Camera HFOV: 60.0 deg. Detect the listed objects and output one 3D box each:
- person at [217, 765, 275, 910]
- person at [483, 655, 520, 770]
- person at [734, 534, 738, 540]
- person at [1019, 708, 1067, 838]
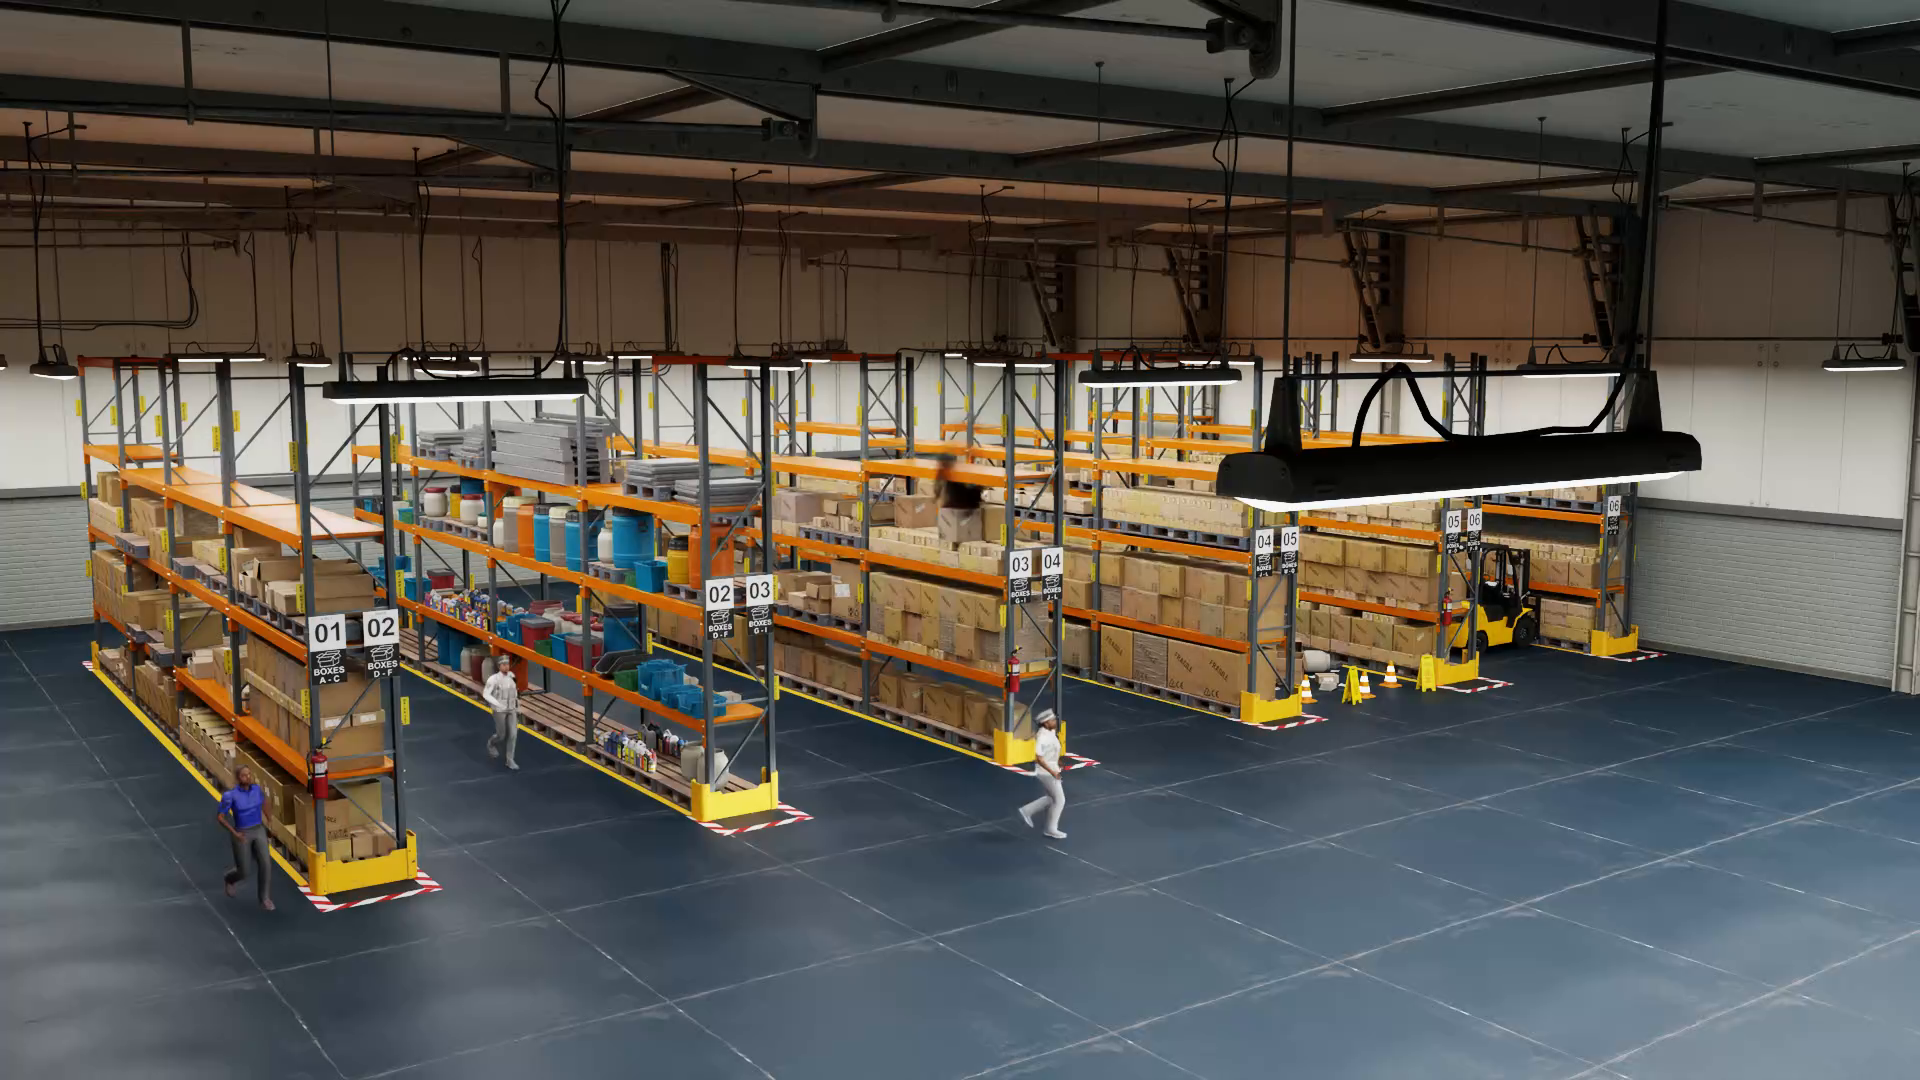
[{"bbox_3d":[-7.959,3.299,18.530,0.630,1.643,0.598,5,9,37],"label":"person"},{"bbox_3d":[-6.783,2.523,24.671,0.623,1.688,0.785,-6,9,-41],"label":"person"},{"bbox_3d":[-5.597,0.633,40.340,0.683,1.709,0.678,0,7,-3],"label":"person"},{"bbox_3d":[1.056,2.957,21.156,0.611,1.683,0.576,0,7,3],"label":"person"}]
